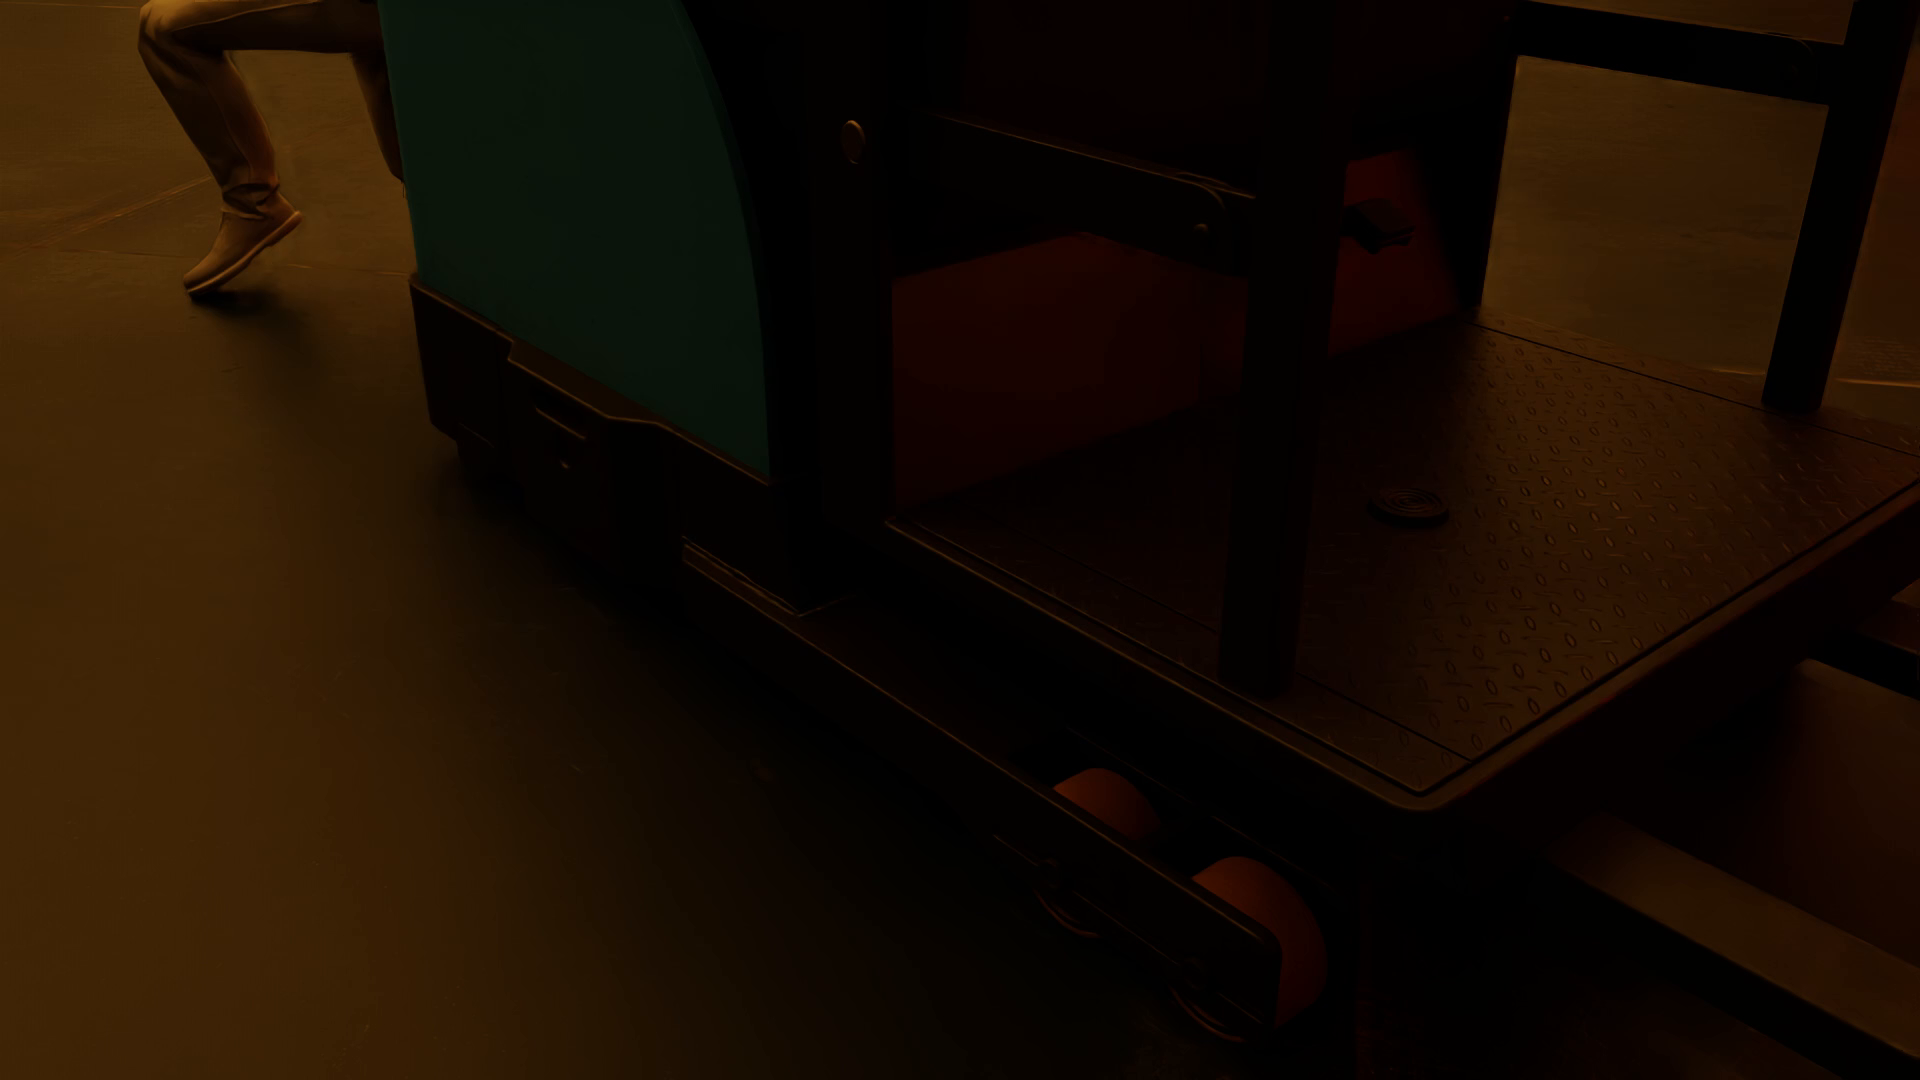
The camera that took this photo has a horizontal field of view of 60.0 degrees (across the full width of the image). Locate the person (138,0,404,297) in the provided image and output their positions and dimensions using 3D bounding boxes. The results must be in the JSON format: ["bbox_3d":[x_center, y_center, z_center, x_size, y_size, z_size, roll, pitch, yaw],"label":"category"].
[{"bbox_3d":[-1.131,-1.074,3.096,0.925,1.375,0.893,-6,27,-12],"label":"person"}]

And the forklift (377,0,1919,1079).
[{"bbox_3d":[0.461,-1.096,1.419,1.130,2.935,3.031,-21,34,-35],"label":"forklift"}]
